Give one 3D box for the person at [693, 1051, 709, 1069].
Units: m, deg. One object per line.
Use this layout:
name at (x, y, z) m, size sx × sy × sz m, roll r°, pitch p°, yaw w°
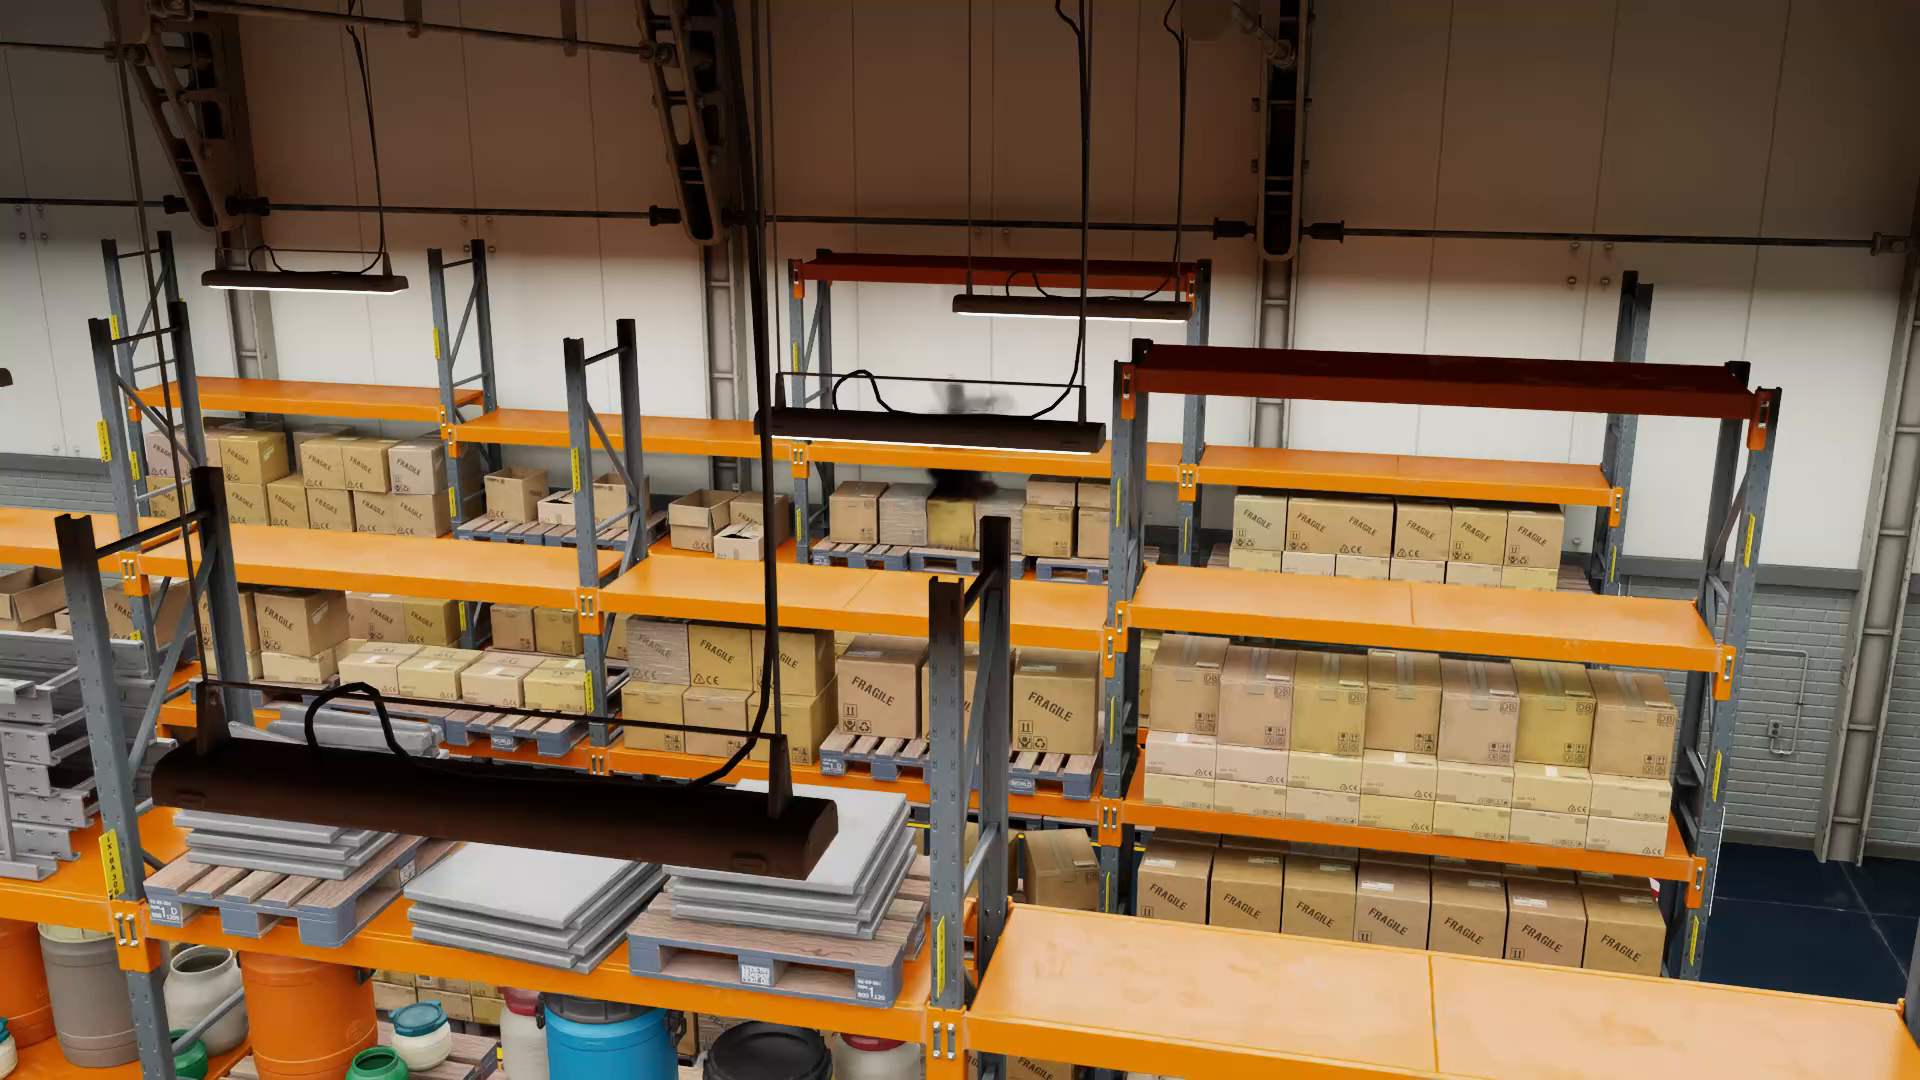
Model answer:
person at (-1.665, 4.193, 11.032) m, size 0.712 × 1.740 × 0.594 m, roll 3°, pitch 17°, yaw 9°
